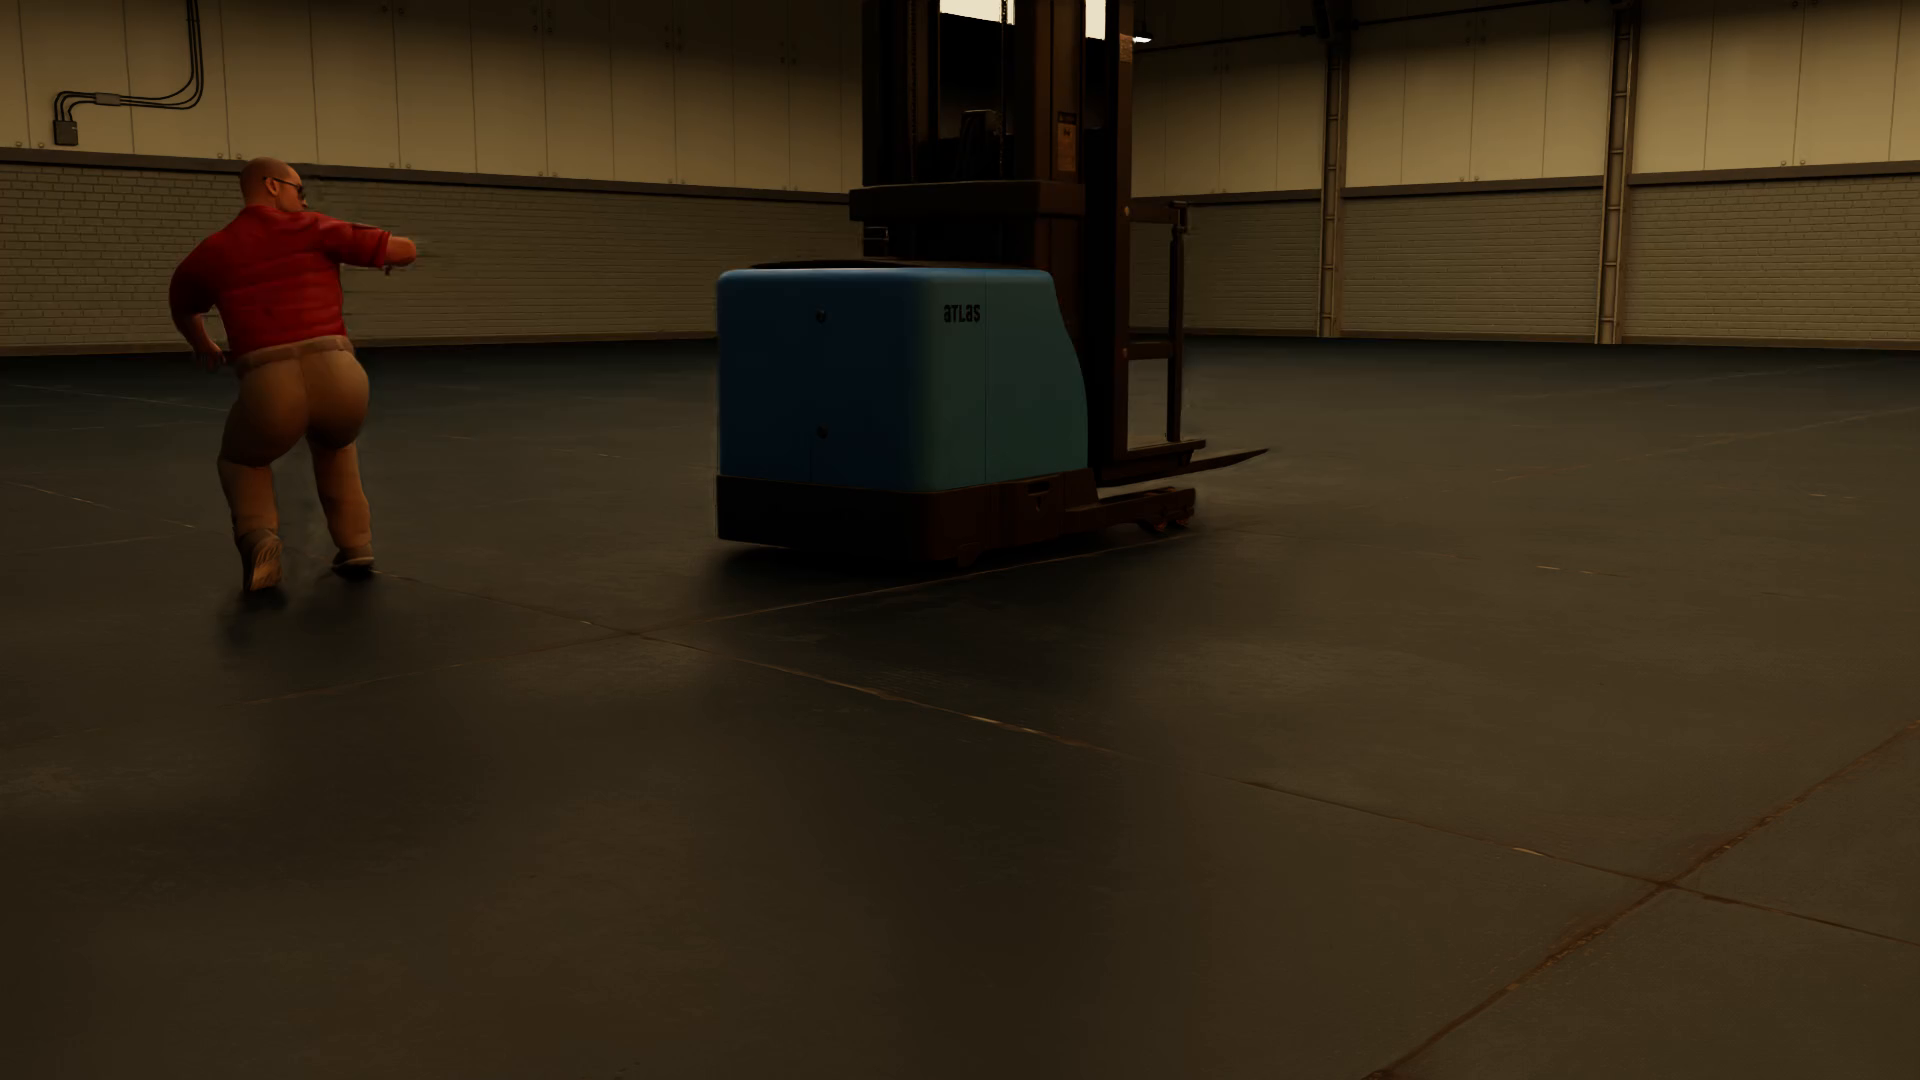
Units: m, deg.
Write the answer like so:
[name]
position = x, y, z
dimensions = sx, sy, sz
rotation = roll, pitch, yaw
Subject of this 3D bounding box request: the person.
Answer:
[person]
position = -2.313, -0.578, 5.808
dimensions = 0.790, 1.478, 0.967
rotation = -4, 9, -23

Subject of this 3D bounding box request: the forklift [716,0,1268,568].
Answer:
[forklift]
position = 0.354, -1.524, 6.994
dimensions = 1.130, 2.935, 3.031
rotation = 6, 11, 36
